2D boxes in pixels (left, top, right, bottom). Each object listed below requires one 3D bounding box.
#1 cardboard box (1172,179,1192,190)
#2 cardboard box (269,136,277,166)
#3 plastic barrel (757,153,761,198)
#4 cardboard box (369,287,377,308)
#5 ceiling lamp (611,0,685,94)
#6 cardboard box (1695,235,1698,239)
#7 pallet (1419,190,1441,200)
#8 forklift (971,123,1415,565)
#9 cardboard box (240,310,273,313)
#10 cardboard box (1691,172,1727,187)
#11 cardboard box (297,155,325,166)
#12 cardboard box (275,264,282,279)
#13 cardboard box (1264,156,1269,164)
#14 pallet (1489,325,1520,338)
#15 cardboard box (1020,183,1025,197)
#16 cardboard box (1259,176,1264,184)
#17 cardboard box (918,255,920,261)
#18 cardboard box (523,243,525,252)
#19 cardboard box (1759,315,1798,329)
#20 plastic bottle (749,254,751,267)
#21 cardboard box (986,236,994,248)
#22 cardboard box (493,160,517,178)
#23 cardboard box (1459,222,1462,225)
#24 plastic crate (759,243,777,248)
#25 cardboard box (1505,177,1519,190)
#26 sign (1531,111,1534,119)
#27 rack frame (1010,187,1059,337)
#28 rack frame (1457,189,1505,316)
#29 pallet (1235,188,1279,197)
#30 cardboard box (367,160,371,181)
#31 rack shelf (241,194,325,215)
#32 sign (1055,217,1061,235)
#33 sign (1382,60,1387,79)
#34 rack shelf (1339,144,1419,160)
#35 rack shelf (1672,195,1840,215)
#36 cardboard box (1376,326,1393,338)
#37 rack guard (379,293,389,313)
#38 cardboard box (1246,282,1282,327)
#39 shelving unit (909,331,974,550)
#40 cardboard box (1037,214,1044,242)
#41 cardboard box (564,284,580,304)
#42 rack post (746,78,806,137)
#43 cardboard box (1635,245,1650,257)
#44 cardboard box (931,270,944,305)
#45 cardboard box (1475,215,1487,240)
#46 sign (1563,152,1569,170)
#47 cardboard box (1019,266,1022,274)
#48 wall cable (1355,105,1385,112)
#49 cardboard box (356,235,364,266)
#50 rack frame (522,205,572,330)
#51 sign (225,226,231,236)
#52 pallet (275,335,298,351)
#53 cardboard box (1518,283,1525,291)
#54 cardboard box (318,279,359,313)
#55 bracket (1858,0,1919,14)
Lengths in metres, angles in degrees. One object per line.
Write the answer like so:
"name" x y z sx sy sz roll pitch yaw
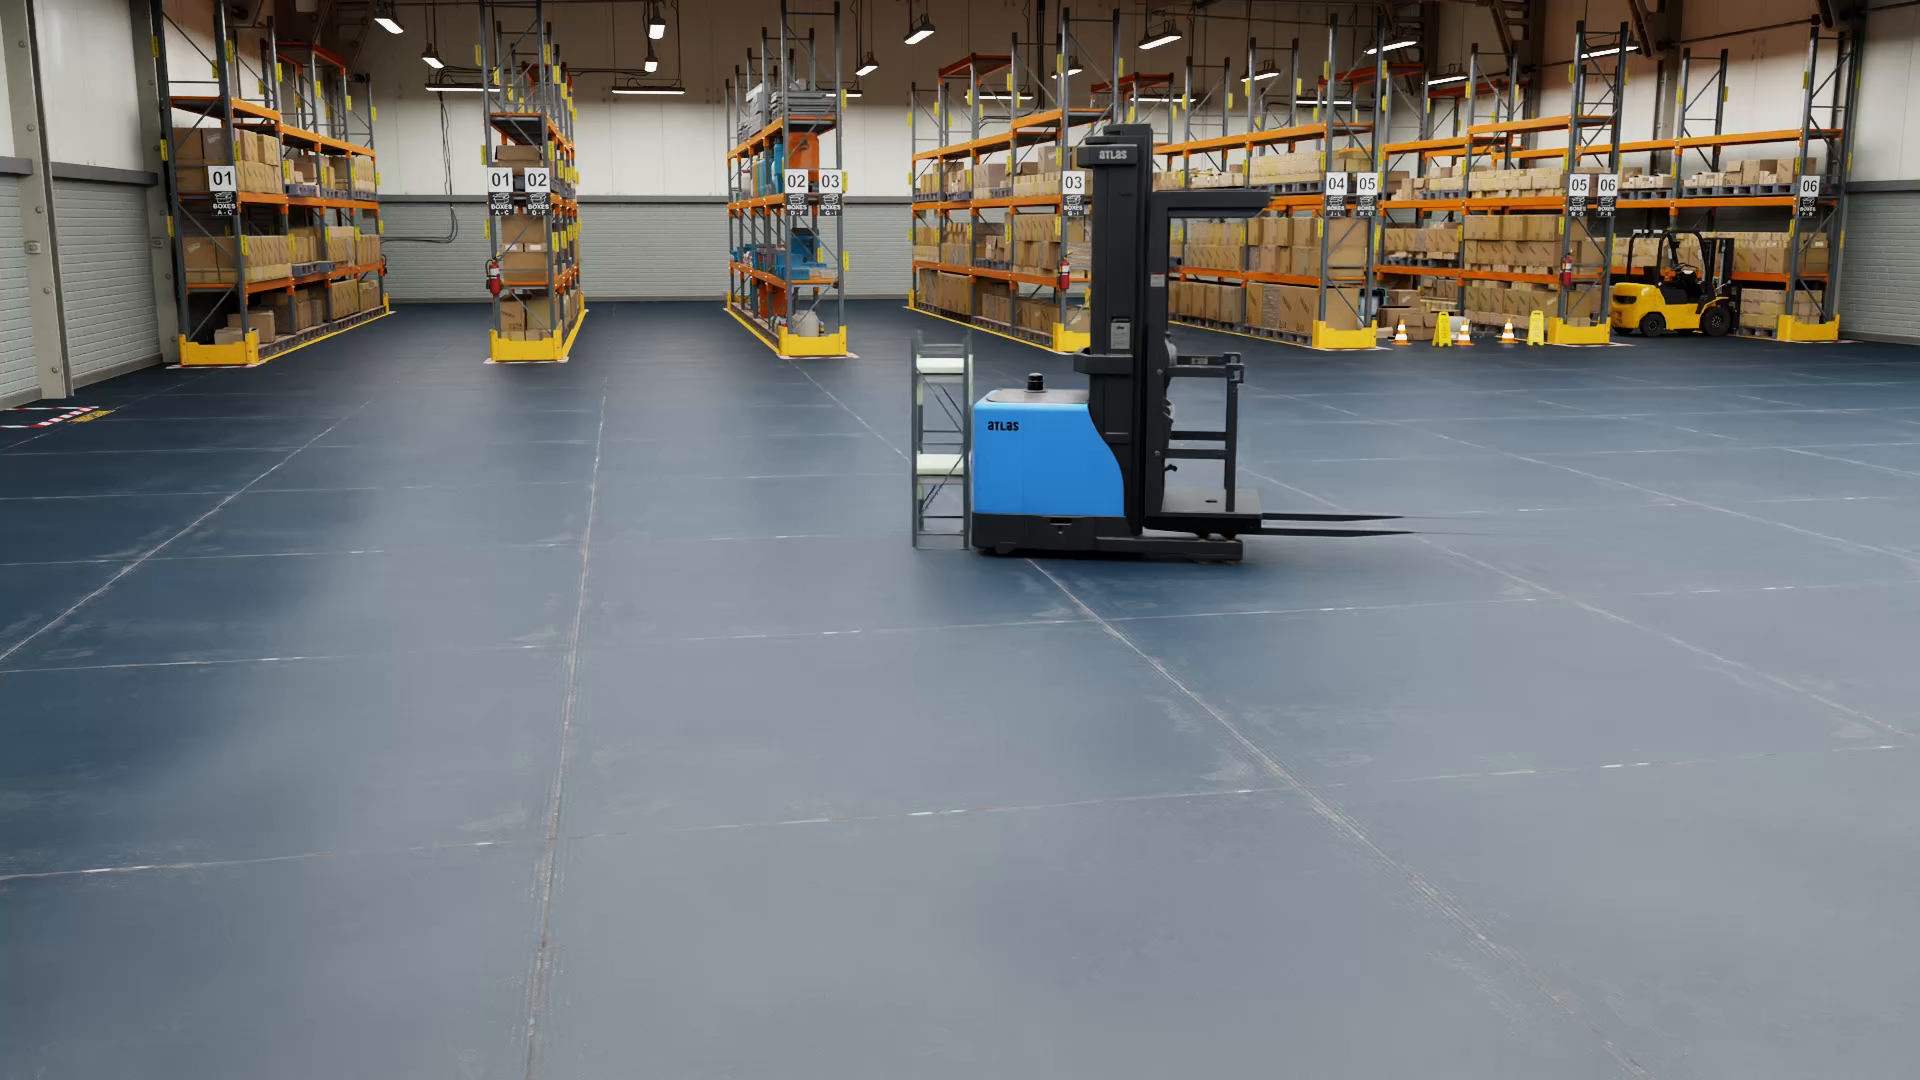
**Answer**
"cardboard box" 5.279 -8.178 38.848 0.500 0.500 0.500 -2 11 -11
"cardboard box" -12.563 -6.964 29.747 0.500 0.500 0.500 -2 11 -8
"plastic barrel" -3.892 -7.529 34.367 0.600 0.901 0.708 -2 11 -11
"cardboard box" -15.046 -6.086 41.713 0.700 0.500 0.500 -2 11 -11
"ceiling lamp" -8.586 -13.902 45.560 2.000 3.185 0.800 -2 11 -11
"cardboard box" 16.090 -6.559 35.837 0.380 0.149 0.250 -2 11 -12
"pallet" 11.033 -7.713 37.176 1.213 0.211 1.003 -2 11 -11
"forklift" 1.640 -1.377 11.594 3.031 2.935 1.130 2 11 8
"cardboard box" -12.802 -3.923 30.293 0.500 0.500 0.500 -3 11 -15
"cardboard box" 16.044 -7.729 35.608 0.500 0.311 0.500 -2 11 -10
"cardboard box" -14.435 -8.431 36.998 0.500 0.250 0.500 -2 11 -13
"cardboard box" -12.452 -4.800 29.743 0.500 0.250 0.500 -2 11 -11
"cardboard box" 6.304 -7.604 33.252 0.380 0.149 0.250 -2 11 -12
"pallet" 11.659 -4.308 34.268 1.003 0.211 1.213 -2 11 -11
"cardboard box" 1.477 -6.875 32.674 0.500 0.250 0.500 -2 11 -12
"cardboard box" 6.254 -7.259 33.571 0.380 0.149 0.250 -2 11 -11
"cardboard box" -0.903 -7.523 44.369 0.380 0.149 0.250 -2 11 -12
"cardboard box" -7.721 -5.050 28.702 0.380 0.149 0.250 -2 11 -10
"cardboard box" 16.498 -4.402 33.533 0.500 0.250 0.500 -2 11 -11
"plastic bottle" -4.823 -6.428 38.260 0.061 0.283 0.133 -2 11 -11
"cardboard box" 0.899 -6.555 37.225 0.500 0.500 0.500 -4 11 -18
"cardboard box" -7.998 -6.579 29.459 0.500 0.311 0.500 -1 11 -4
"cardboard box" 11.197 -7.039 37.236 0.380 0.149 0.250 -1 11 -8
"plastic crate" -4.809 -7.185 41.591 0.402 0.464 0.583 -2 11 -11
"cardboard box" 11.365 -7.201 33.588 0.500 0.250 0.500 -2 11 -10
"sign" 15.109 -11.178 43.935 0.100 0.325 0.005 -2 11 -11
"rack frame" 1.533 -5.664 33.932 1.000 3.000 0.127 -2 11 -11
"rack frame" 11.253 -6.024 35.825 1.000 3.000 0.127 -2 11 -11
"pallet" 6.191 -7.372 35.394 0.805 0.209 1.217 -3 11 -13
"cardboard box" -14.881 -9.132 41.133 0.500 0.500 0.500 -2 11 -9
"rack shelf" -13.432 -6.610 32.807 1.077 0.370 4.000 -2 11 -11
"sign" 1.762 -5.638 29.853 0.100 0.325 0.005 -2 11 -11
"sign" 7.741 -8.595 30.365 0.100 0.325 0.005 -2 11 -11
"rack shelf" 10.087 -9.522 41.151 1.077 0.370 4.000 -2 11 -11
"rack shelf" 16.511 -6.959 34.637 1.077 0.370 4.000 -2 11 -11
"cardboard box" 8.559 -4.234 33.733 0.396 0.266 0.258 0 11 -1
"rack guard" -15.382 -6.101 42.913 1.175 0.500 0.348 -2 11 -11
"cardboard box" 6.471 -4.870 34.322 0.875 0.875 0.875 -2 11 -10
"shelving unit" -0.126 -0.739 12.070 0.431 1.500 0.755 0 11 2
"cardboard box" 1.764 -5.892 31.392 0.500 0.500 0.500 -2 11 -11
"cardboard box" -10.172 -6.403 43.322 0.500 0.500 0.500 -2 11 -11
"rack post" -3.793 -8.887 34.287 1.013 1.000 3.121 -2 11 -11
"cardboard box" 15.668 -6.552 37.663 0.500 0.250 0.500 -2 11 -12
"cardboard box" -0.248 -6.583 43.319 0.875 0.875 0.875 -2 11 -11
"cardboard box" 11.204 -6.528 34.733 0.700 0.500 0.500 -2 11 -11
"sign" 11.483 -7.183 31.521 0.100 0.325 0.005 -2 11 -11
"cardboard box" 1.391 -5.399 33.212 0.380 0.149 0.250 -2 11 -11
"wall cable" 13.946 -15.167 52.943 2.988 3.039 0.133 -2 11 -11
"cardboard box" -14.689 -6.838 39.299 0.980 0.700 0.700 -2 11 -10
"rack frame" -8.963 -6.038 35.897 1.000 3.000 0.127 -2 11 -11
"sign" -13.587 -5.671 30.875 0.100 0.325 0.005 -2 11 -11
"pallet" -12.878 -3.632 30.713 1.003 0.211 1.213 -2 11 -11
"cardboard box" 11.437 -5.082 33.364 0.380 0.149 0.250 -2 11 -10
"cardboard box" -14.346 -5.627 38.362 0.750 0.750 0.750 -2 11 -10
"bracket" 17.885 -9.783 29.902 0.076 0.066 4.783 -2 11 -11
